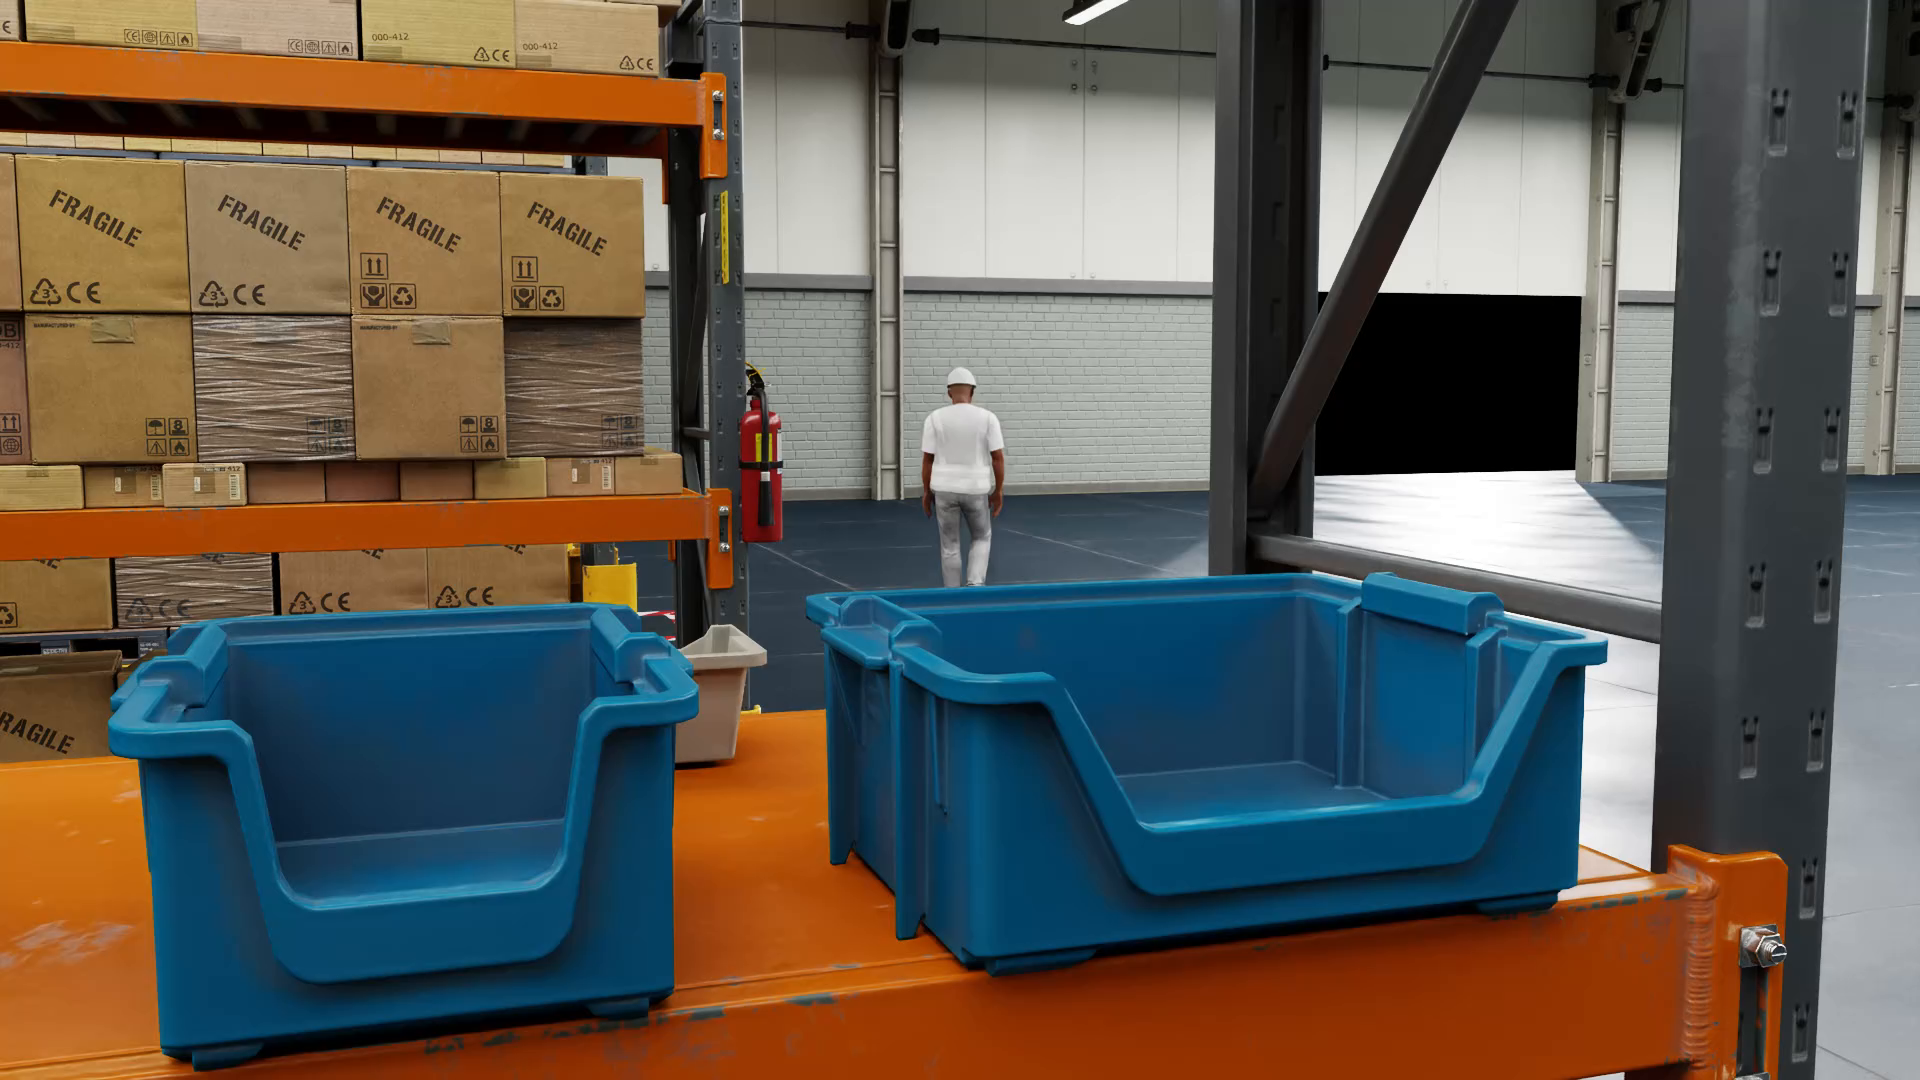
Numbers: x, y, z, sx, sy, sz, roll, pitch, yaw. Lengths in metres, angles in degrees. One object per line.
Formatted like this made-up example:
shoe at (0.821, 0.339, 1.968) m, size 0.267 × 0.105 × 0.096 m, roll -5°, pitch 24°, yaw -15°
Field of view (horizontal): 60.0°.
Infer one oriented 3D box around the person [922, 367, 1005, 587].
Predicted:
person at (0.021, -0.330, 11.842) m, size 0.587 × 1.787 × 0.451 m, roll 0°, pitch 6°, yaw -2°
